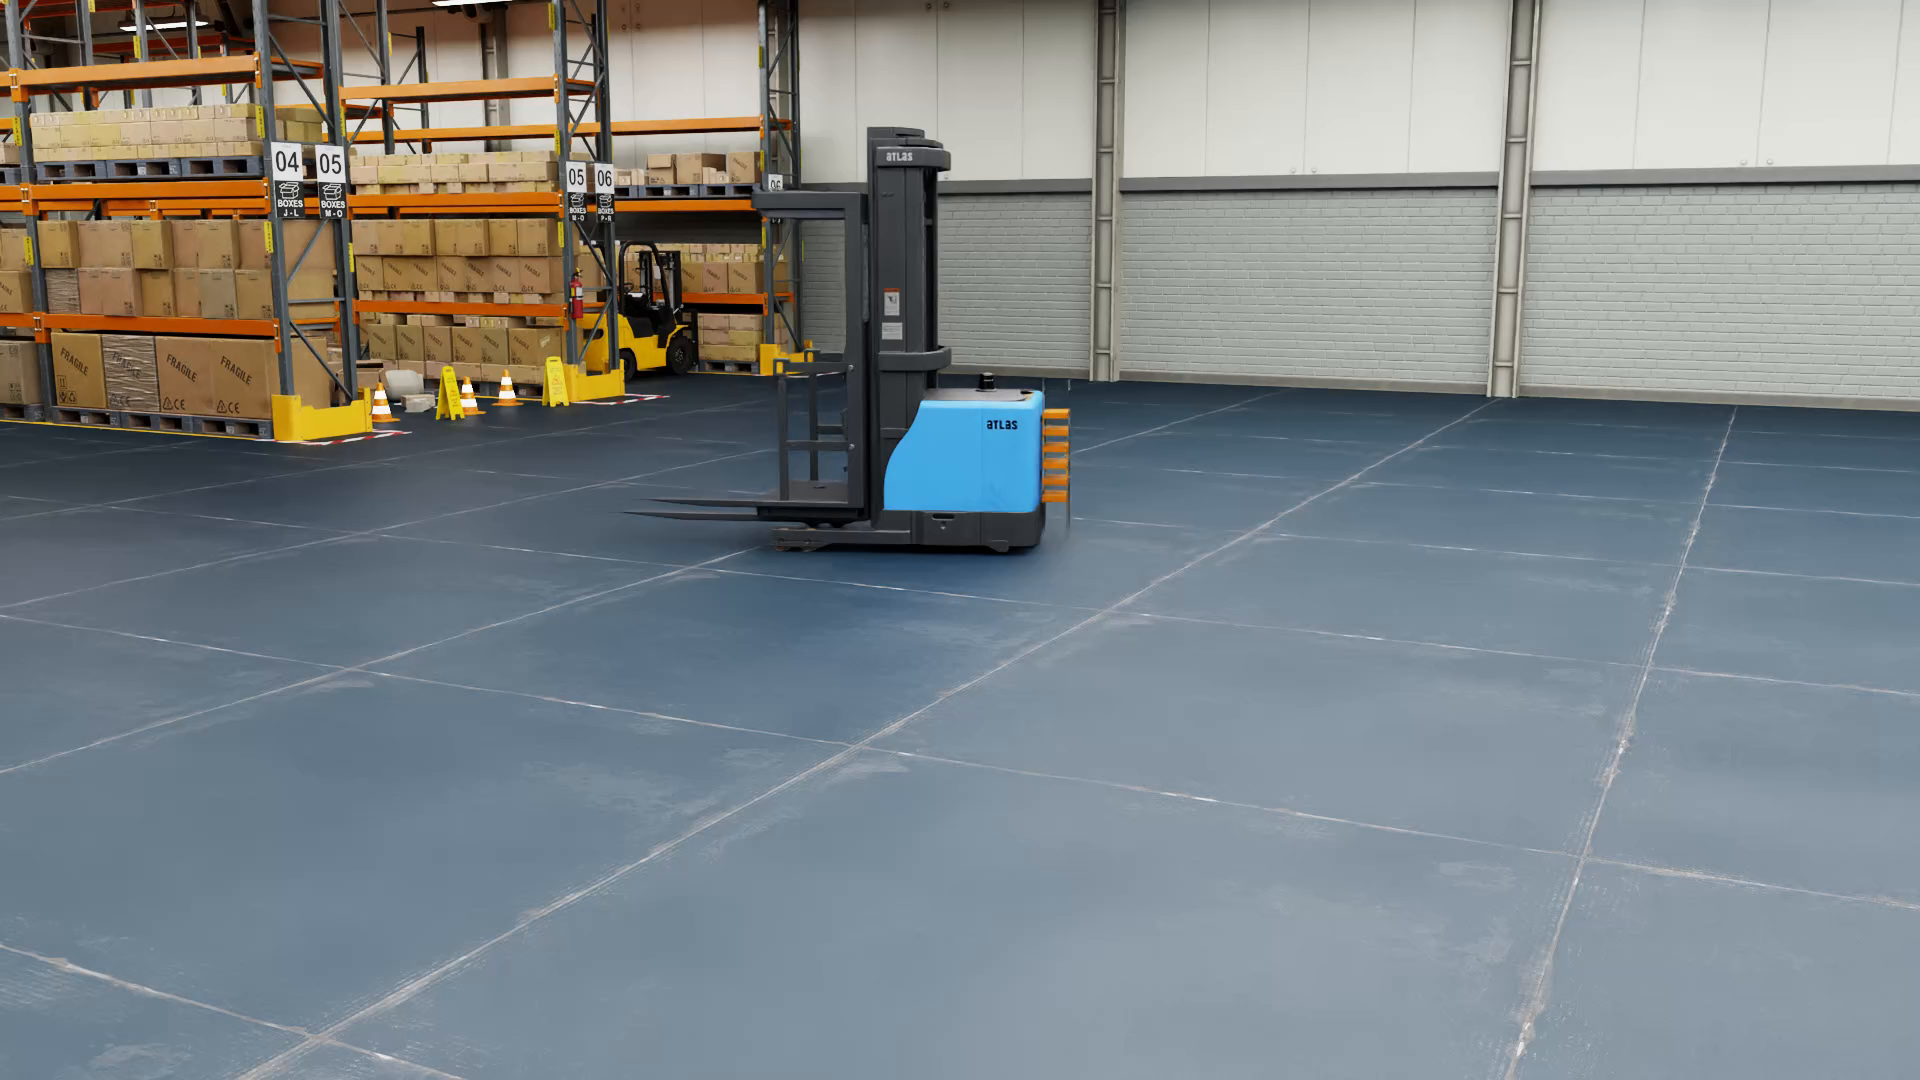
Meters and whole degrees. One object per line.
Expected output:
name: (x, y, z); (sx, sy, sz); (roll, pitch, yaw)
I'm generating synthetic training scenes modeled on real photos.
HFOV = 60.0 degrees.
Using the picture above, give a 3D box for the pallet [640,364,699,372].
pallet: (-4.685, -3.026, 28.357); (1.213, 0.211, 1.003); (5, 11, 26)

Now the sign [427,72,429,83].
sign: (-9.822, -8.457, 30.623); (0.005, 0.325, 0.100); (5, 11, 26)

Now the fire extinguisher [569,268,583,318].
fire extinguisher: (-5.184, -3.334, 22.449); (0.183, 0.674, 0.296); (5, 11, 26)

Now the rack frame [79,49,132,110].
rack frame: (-17.239, -8.461, 33.712); (0.127, 3.000, 1.000); (5, 11, 26)

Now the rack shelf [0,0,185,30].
rack shelf: (-14.051, -8.477, 26.486); (4.000, 0.370, 1.077); (5, 11, 26)

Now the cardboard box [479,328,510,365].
cardboard box: (-6.387, -2.740, 23.382); (0.500, 0.500, 0.500); (6, 12, 28)

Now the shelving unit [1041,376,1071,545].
shelving unit: (0.697, -0.576, 12.045); (0.189, 1.200, 0.258); (1, 10, 7)

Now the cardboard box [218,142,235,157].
cardboard box: (-7.857, -4.257, 18.151); (0.250, 0.149, 0.380); (5, 11, 26)

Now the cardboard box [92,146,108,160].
cardboard box: (-9.680, -4.417, 19.037); (0.250, 0.149, 0.380); (5, 11, 25)

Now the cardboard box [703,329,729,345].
cardboard box: (-3.910, -3.377, 27.607); (0.500, 0.250, 0.500); (5, 11, 25)

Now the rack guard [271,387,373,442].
rack guard: (-7.161, -1.425, 18.698); (0.348, 0.500, 1.175); (5, 11, 26)

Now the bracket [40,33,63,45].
bracket: (-19.043, -10.499, 34.867); (0.430, 0.232, 0.235); (5, 11, 26)

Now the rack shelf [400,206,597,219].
rack shelf: (-8.271, -5.843, 29.689); (4.000, 0.370, 1.077); (5, 11, 26)

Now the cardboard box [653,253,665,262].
cardboard box: (-4.930, -4.740, 27.893); (0.250, 0.149, 0.380); (5, 11, 25)

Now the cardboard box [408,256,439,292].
cardboard box: (-7.494, -3.809, 23.739); (0.500, 0.500, 0.500); (5, 11, 25)

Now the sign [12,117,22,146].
sign: (-11.001, -4.770, 19.403); (0.005, 0.325, 0.100); (5, 11, 26)

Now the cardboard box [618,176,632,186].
cardboard box: (-5.520, -6.027, 27.933); (0.250, 0.149, 0.380); (5, 12, 28)

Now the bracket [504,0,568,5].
bracket: (-5.956, -9.349, 28.513); (4.783, 0.066, 0.076); (5, 11, 26)

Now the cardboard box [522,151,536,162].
cardboard box: (-5.731, -5.206, 22.615); (0.250, 0.149, 0.380); (5, 12, 27)

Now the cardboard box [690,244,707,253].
cardboard box: (-4.259, -4.823, 27.516); (0.250, 0.149, 0.380); (5, 12, 27)

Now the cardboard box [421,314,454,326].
cardboard box: (-7.471, -3.142, 23.783); (0.250, 0.149, 0.380); (6, 12, 29)

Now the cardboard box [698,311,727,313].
cardboard box: (-4.131, -3.742, 28.216); (0.500, 0.250, 0.500); (5, 11, 25)

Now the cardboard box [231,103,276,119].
cardboard box: (-7.635, -4.630, 17.971); (0.250, 0.149, 0.380); (5, 11, 26)

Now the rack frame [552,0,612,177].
rack frame: (-5.083, -6.407, 22.364); (0.127, 3.000, 1.000); (5, 11, 26)

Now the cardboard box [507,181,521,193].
cardboard box: (-5.988, -4.832, 22.787); (0.250, 0.149, 0.380); (5, 12, 28)

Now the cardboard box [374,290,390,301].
cardboard box: (-8.280, -3.559, 24.178); (0.250, 0.149, 0.380); (5, 12, 27)

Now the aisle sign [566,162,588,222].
aisle sign: (-5.156, -4.683, 22.384); (0.004, 0.787, 0.394); (5, 11, 26)

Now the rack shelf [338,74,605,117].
rack shelf: (-6.877, -6.209, 23.299); (4.000, 0.370, 1.077); (5, 11, 26)

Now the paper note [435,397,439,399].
paper note: (-7.299, -1.963, 22.993); (0.148, 0.019, 0.142); (1, 10, 6)

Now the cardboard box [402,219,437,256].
cardboard box: (-7.485, -4.301, 23.648); (0.500, 0.500, 0.700); (5, 11, 25)

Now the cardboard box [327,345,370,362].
cardboard box: (-9.142, -2.725, 25.063); (0.625, 0.372, 0.950); (5, 11, 27)

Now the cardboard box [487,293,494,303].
cardboard box: (-6.422, -3.411, 23.359); (0.250, 0.149, 0.380); (5, 11, 27)

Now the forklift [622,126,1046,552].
forklift: (-0.915, -1.450, 12.014); (3.031, 2.935, 1.130); (1, 10, 7)

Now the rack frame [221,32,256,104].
rack frame: (-13.652, -8.146, 31.971); (0.127, 3.000, 1.000); (5, 11, 26)

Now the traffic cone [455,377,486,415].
traffic cone: (-6.226, -1.831, 21.045); (0.334, 0.463, 0.336); (5, 11, 26)

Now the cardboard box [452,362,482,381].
cardboard box: (-6.860, -2.412, 23.676); (0.500, 0.250, 0.500); (5, 11, 24)

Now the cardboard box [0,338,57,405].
cardboard box: (-11.366, -2.106, 20.581); (0.750, 0.750, 1.050); (5, 11, 26)

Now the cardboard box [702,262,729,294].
cardboard box: (-3.909, -4.337, 27.488); (0.500, 0.500, 0.500); (5, 12, 28)

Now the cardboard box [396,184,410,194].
cardboard box: (-7.811, -5.001, 23.725); (0.250, 0.149, 0.380); (5, 12, 28)

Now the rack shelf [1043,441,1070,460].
rack shelf: (0.697, -0.651, 12.031); (0.180, 0.103, 0.258); (1, 10, 7)

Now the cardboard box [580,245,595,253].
cardboard box: (-6.323, -5.006, 28.528); (0.250, 0.149, 0.380); (5, 12, 27)

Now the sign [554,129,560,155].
sign: (-5.347, -5.280, 22.071); (0.005, 0.325, 0.100); (5, 11, 26)

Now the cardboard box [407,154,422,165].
cardboard box: (-7.585, -5.364, 23.487); (0.250, 0.149, 0.380); (5, 11, 24)

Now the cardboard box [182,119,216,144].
cardboard box: (-8.194, -4.495, 18.345); (0.500, 0.250, 0.500); (5, 11, 26)

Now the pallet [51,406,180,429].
pallet: (-10.123, -1.527, 20.076); (1.213, 0.211, 1.003); (5, 11, 26)

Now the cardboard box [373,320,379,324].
cardboard box: (-10.539, -3.854, 30.943); (0.500, 0.500, 0.500); (5, 12, 27)

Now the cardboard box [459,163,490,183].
cardboard box: (-6.579, -5.081, 23.045); (0.500, 0.250, 0.500); (5, 12, 27)

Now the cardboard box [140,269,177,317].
cardboard box: (-8.979, -2.892, 19.363); (0.500, 0.550, 0.875); (5, 11, 26)

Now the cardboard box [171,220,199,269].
cardboard box: (-8.475, -3.392, 19.094); (0.550, 0.550, 0.875); (5, 11, 26)

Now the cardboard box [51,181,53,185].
cardboard box: (-14.361, -5.817, 26.726); (0.258, 0.266, 0.396); (6, 12, 31)

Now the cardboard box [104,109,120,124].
cardboard box: (-9.452, -4.789, 18.854); (0.250, 0.149, 0.380); (5, 11, 26)
